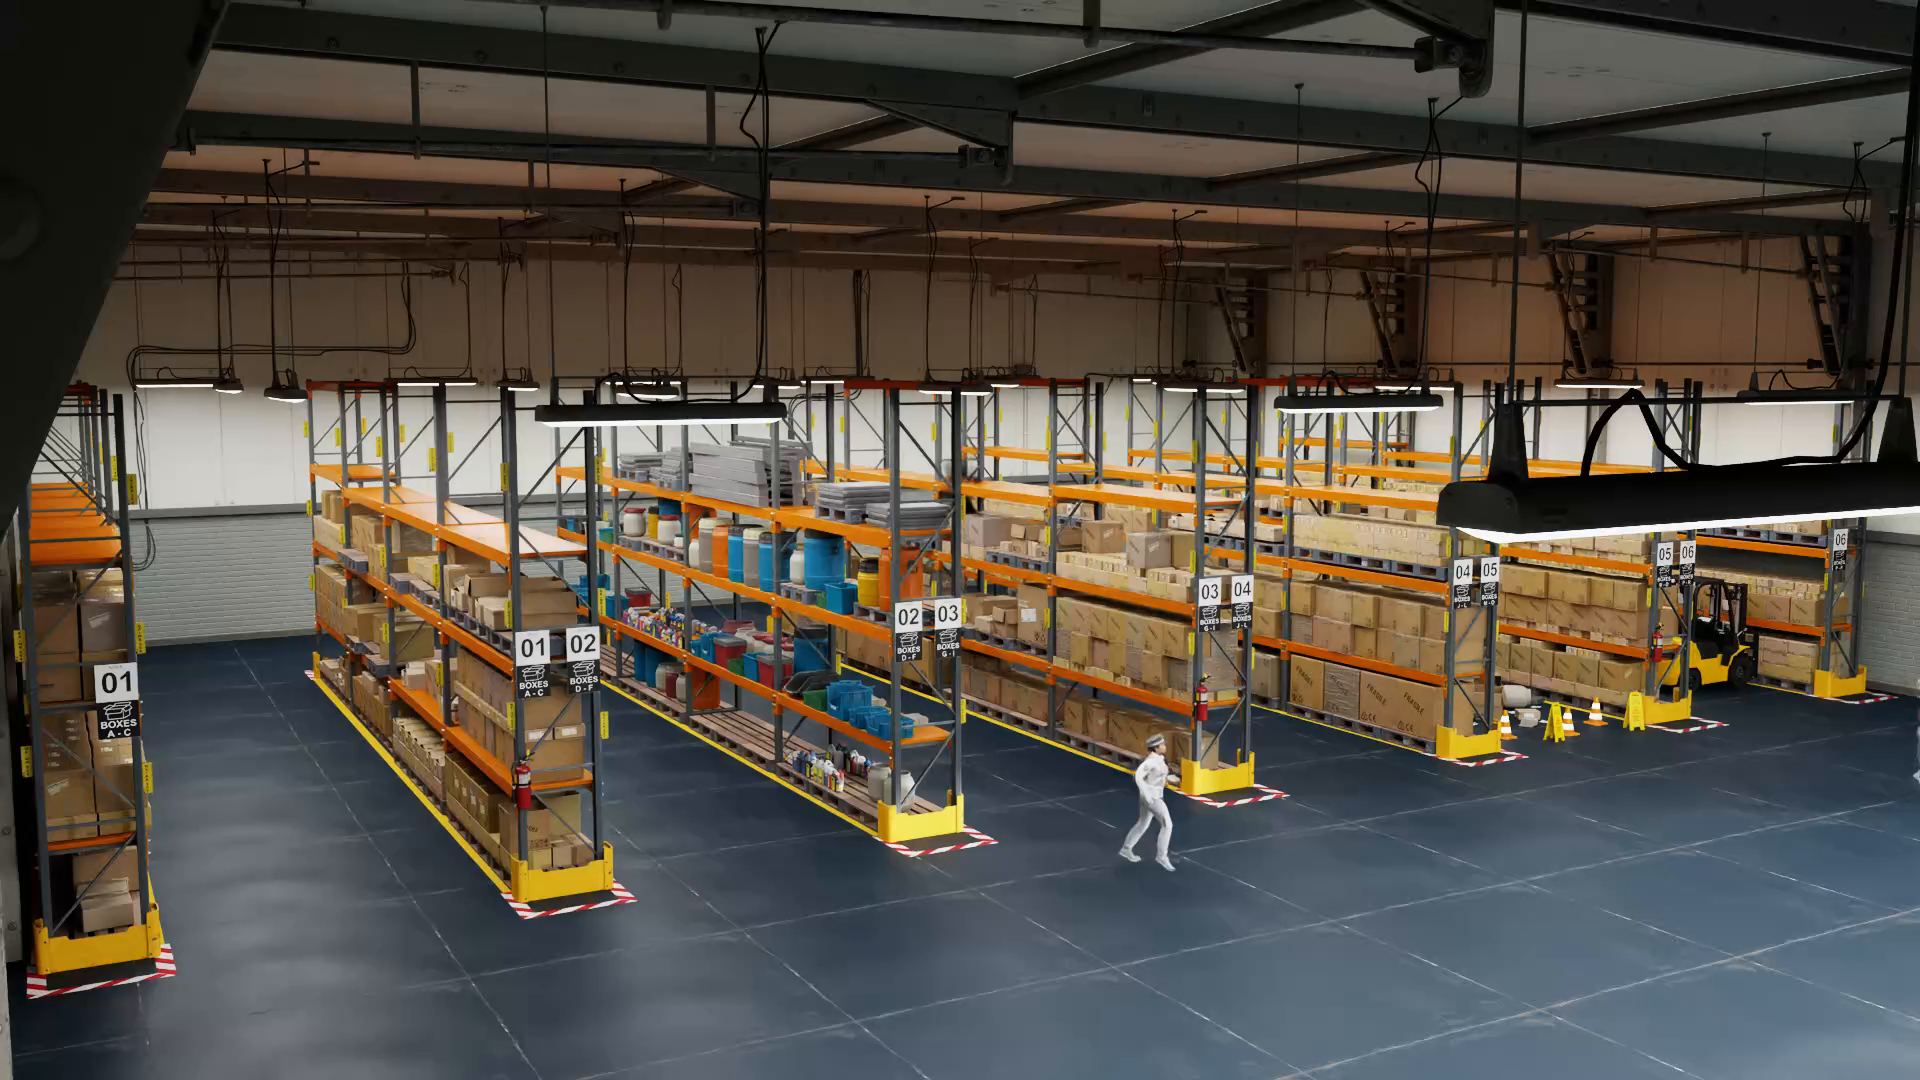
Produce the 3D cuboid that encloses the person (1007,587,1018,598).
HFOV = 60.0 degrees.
[{"bbox_3d":[1.340,1.031,41.822,0.612,1.718,0.712,3,7,24],"label":"person"}]

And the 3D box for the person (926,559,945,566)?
[{"bbox_3d":[-0.671,1.066,41.708,0.995,1.667,0.741,-4,7,-33],"label":"person"}]

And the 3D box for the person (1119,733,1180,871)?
[{"bbox_3d":[2.382,3.273,20.898,0.759,1.750,0.606,0,6,4],"label":"person"}]
